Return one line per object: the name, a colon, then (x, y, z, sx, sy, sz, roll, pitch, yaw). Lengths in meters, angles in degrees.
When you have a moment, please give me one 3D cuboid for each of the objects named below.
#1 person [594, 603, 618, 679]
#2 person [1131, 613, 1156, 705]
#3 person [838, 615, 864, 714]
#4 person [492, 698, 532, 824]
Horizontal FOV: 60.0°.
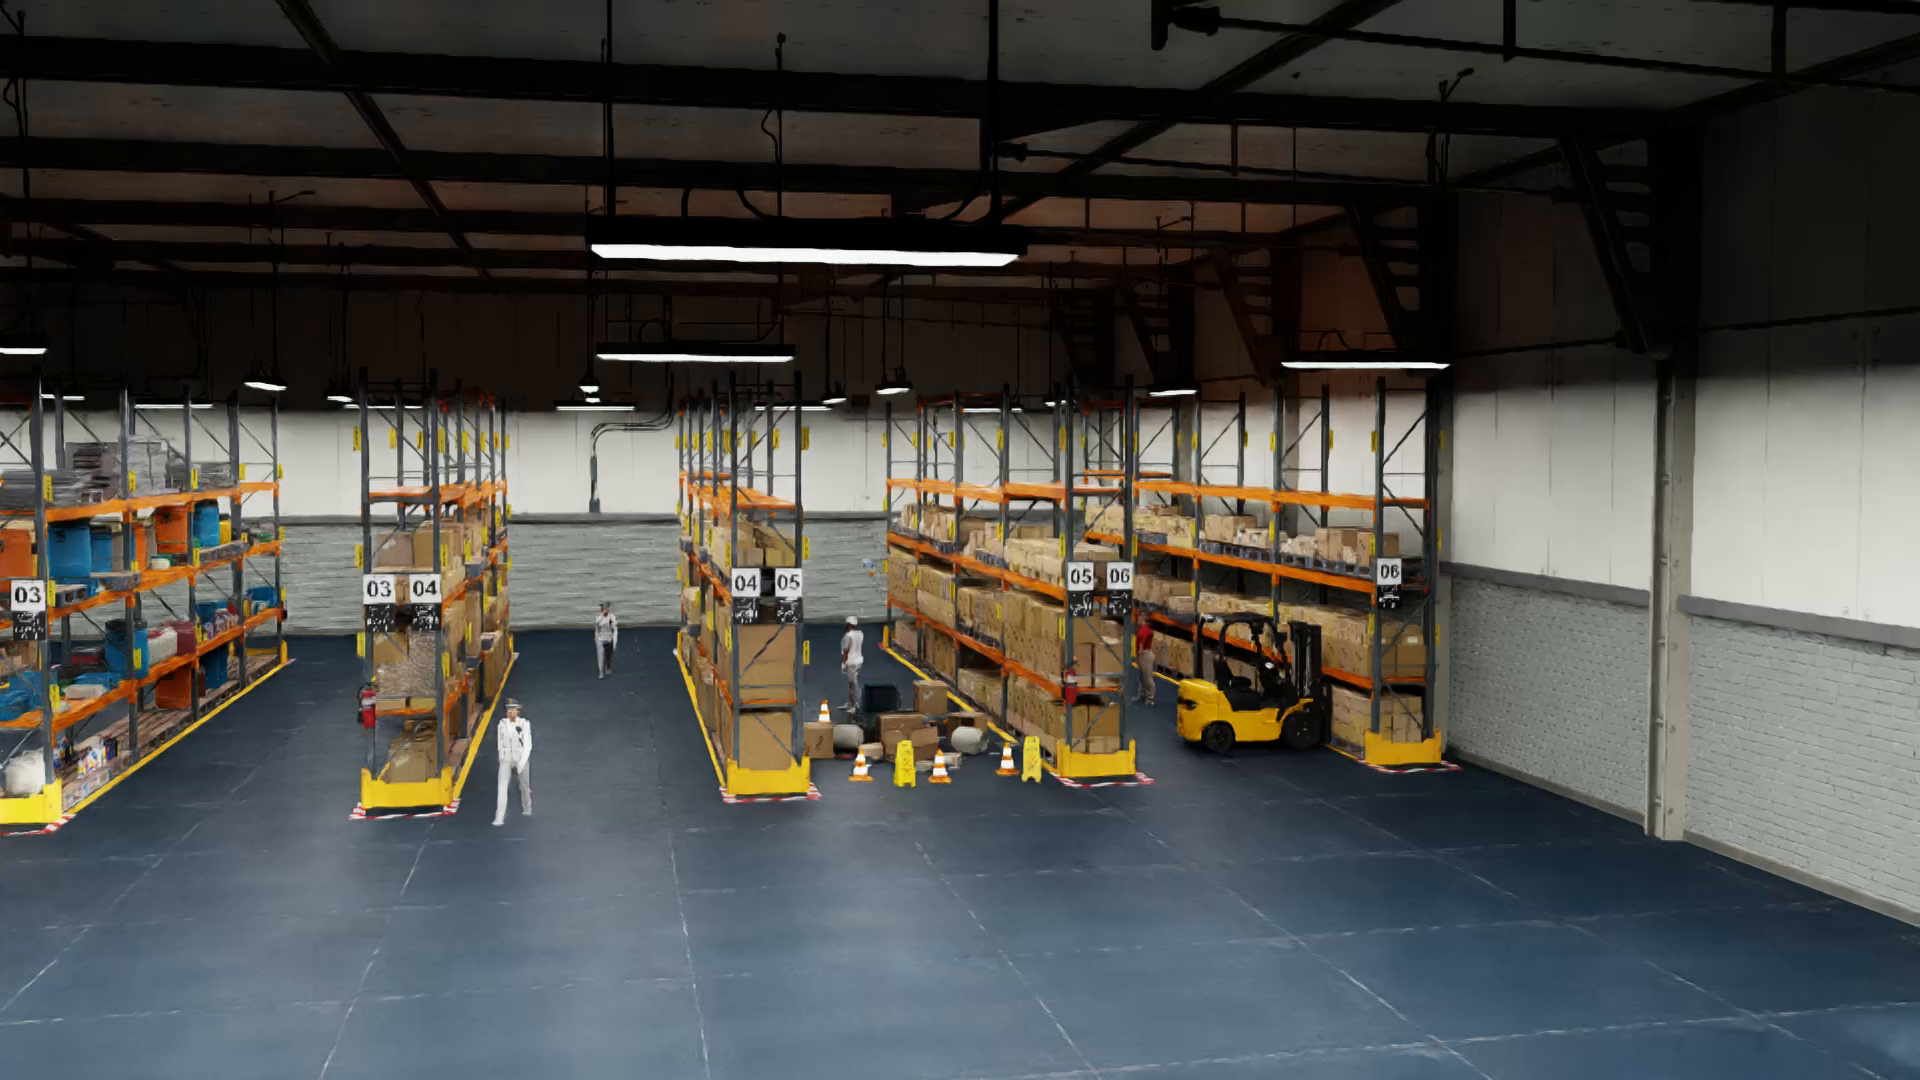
person: (-7.460, 2.101, 35.086, 0.488, 1.587, 1.088, -1, 4, -14)
person: (3.468, 2.244, 31.613, 0.586, 1.723, 0.652, 1, 4, 15)
person: (-2.018, 2.275, 30.603, 0.577, 1.783, 0.663, 1, 4, 18)
person: (-5.850, 2.871, 21.836, 0.484, 1.620, 0.985, 0, 3, -3)
